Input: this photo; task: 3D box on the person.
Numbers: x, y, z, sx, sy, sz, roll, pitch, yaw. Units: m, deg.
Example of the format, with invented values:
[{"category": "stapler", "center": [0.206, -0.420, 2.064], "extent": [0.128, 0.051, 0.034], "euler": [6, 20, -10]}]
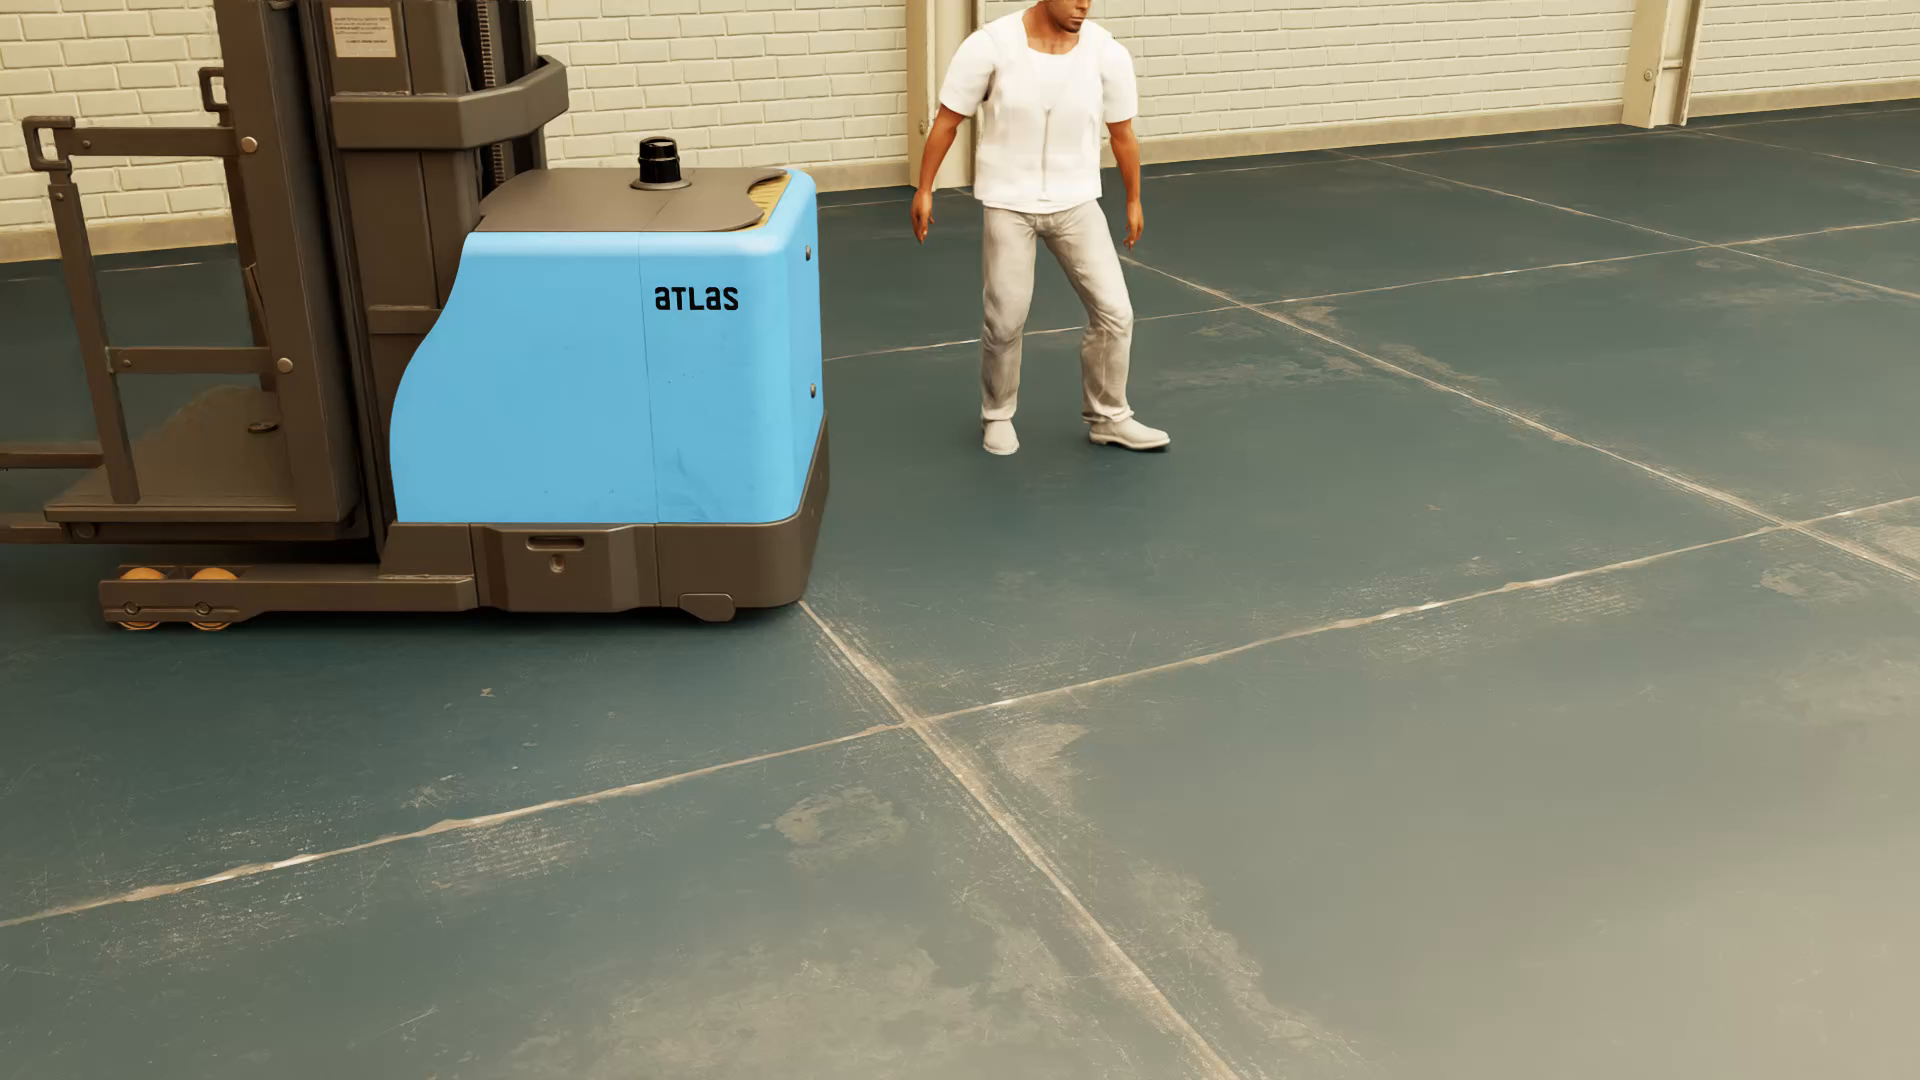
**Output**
[{"category": "person", "center": [0.284, -1.124, 5.584], "extent": [0.893, 1.733, 0.472], "euler": [-2, 23, -6]}]

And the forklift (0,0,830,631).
[{"category": "forklift", "center": [-1.938, -1.310, 4.439], "extent": [3.031, 2.935, 1.130], "euler": [0, 23, 0]}]
